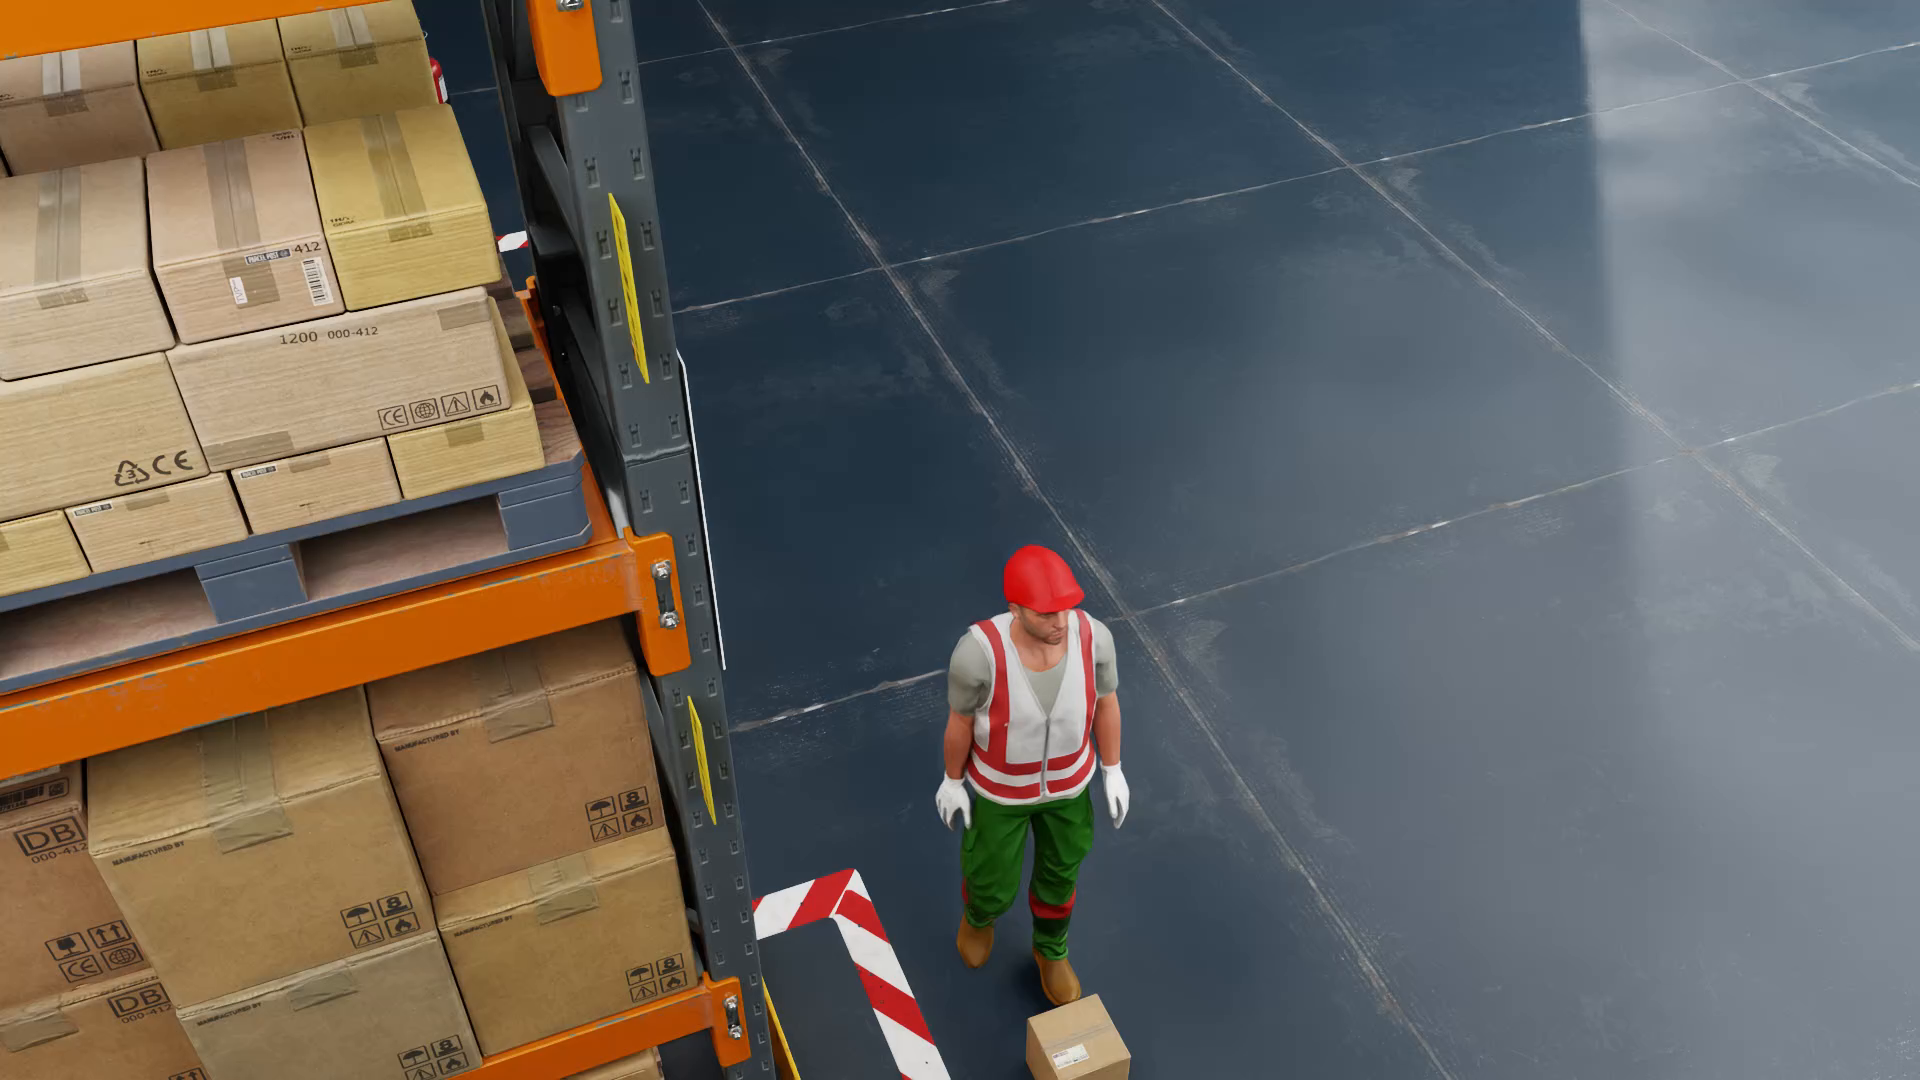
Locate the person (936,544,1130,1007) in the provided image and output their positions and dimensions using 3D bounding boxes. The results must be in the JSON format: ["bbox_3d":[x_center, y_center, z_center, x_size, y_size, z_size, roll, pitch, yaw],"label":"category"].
[{"bbox_3d":[0.238,0.790,5.202,0.599,1.797,0.496,-10,42,-12],"label":"person"}]
